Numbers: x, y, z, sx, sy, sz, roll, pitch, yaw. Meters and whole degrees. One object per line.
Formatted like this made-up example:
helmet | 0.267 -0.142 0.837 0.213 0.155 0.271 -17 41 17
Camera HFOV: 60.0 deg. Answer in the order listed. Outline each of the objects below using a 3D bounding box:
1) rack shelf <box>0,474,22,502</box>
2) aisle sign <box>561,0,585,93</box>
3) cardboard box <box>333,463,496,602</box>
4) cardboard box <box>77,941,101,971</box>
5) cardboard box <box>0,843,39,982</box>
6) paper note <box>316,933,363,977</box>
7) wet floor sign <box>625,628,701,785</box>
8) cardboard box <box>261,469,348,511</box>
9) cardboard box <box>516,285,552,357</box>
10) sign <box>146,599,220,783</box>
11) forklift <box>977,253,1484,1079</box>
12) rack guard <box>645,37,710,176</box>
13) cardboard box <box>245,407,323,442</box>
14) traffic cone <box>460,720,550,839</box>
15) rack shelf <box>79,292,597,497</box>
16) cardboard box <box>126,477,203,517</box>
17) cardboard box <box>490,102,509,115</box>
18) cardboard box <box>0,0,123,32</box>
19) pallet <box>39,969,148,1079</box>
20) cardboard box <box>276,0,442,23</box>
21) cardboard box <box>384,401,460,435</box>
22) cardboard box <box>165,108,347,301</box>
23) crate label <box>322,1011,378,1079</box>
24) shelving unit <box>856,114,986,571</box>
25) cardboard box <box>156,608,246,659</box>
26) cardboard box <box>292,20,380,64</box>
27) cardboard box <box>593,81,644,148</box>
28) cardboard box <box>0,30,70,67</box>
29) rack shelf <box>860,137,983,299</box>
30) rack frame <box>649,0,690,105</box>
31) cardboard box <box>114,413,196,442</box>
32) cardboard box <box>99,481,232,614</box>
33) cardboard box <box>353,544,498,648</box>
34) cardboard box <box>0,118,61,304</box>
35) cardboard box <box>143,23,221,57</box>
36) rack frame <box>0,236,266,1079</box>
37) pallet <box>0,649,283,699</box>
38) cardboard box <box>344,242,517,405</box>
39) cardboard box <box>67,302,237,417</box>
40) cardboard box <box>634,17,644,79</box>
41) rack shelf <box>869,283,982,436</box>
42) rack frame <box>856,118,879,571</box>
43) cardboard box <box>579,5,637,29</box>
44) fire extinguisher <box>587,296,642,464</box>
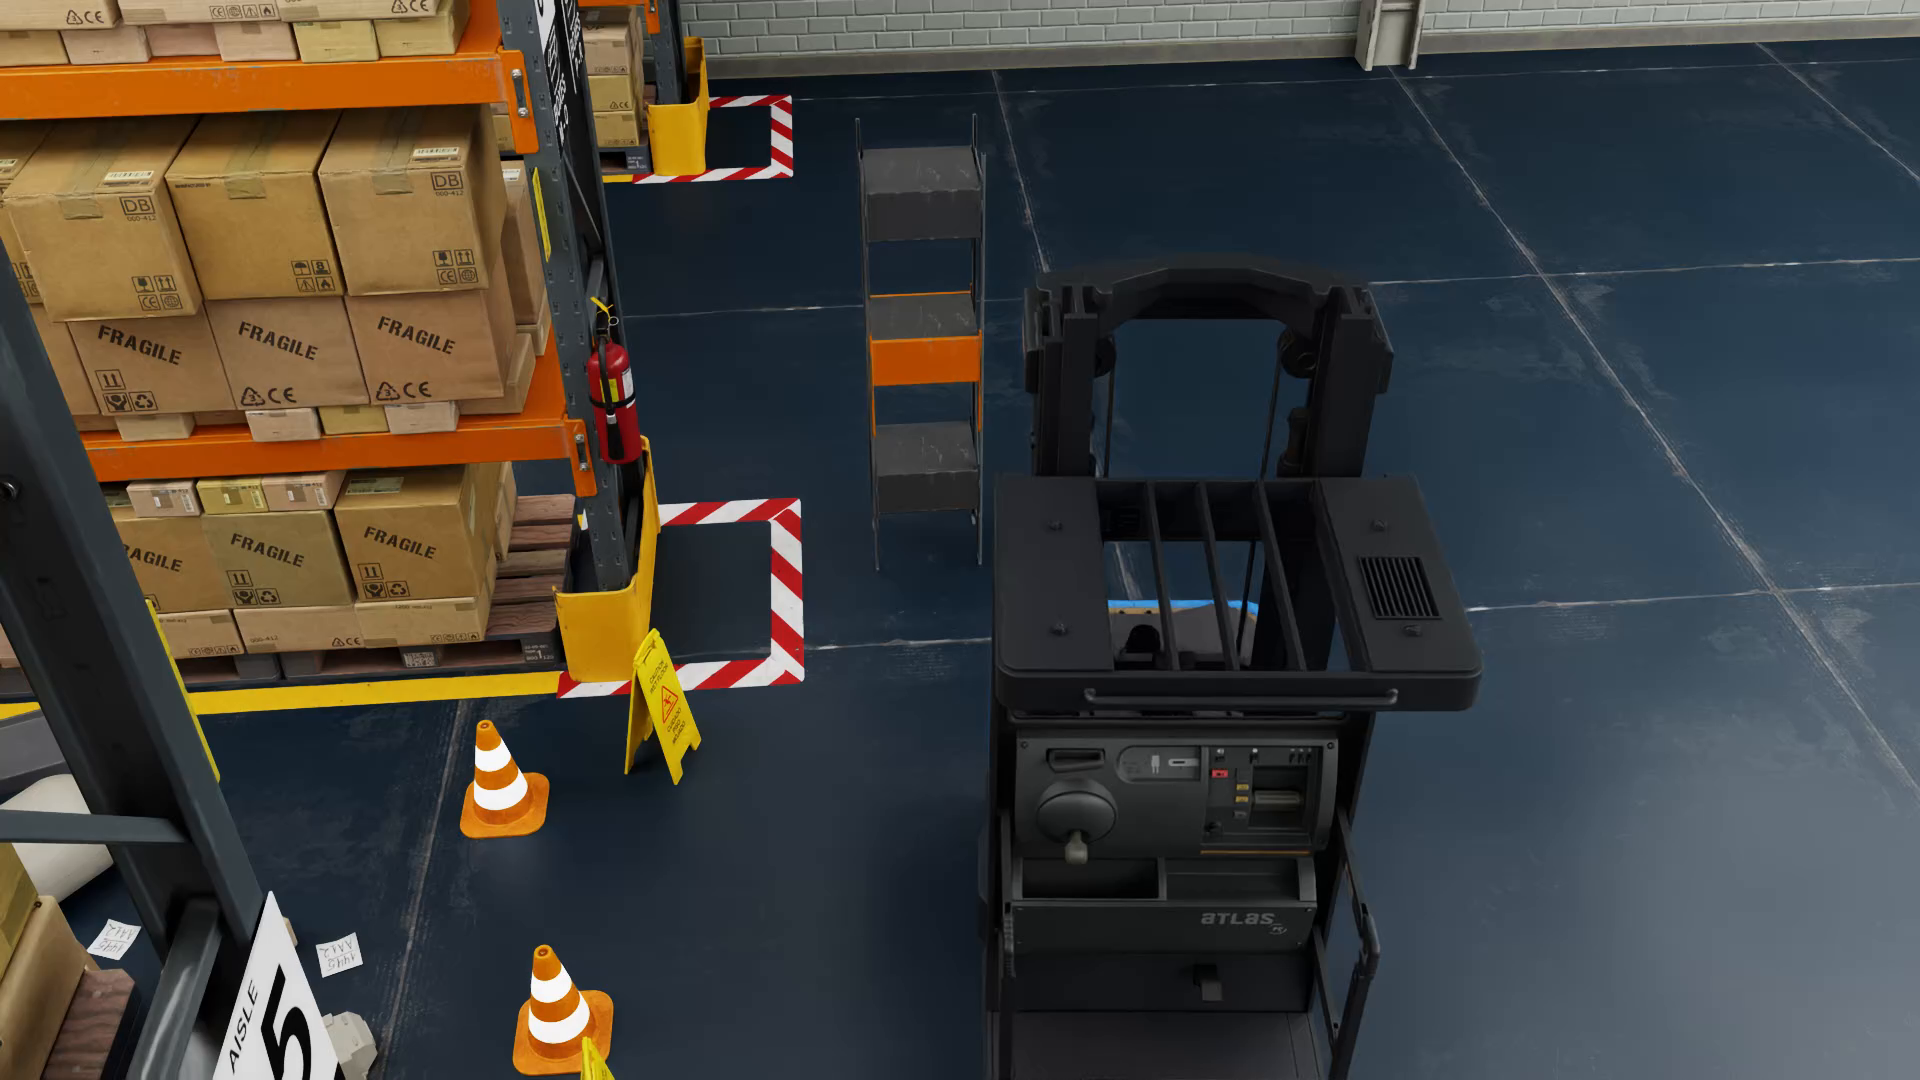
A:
rack shelf | -2.972 0.320 1.305 4.000 0.370 1.077 -3 38 -4
aisle sign | -1.485 -2.138 6.261 0.004 0.787 0.394 -3 38 -4
cardboard box | -2.294 -0.097 7.049 0.500 0.500 0.500 -3 38 -4
cardboard box | -3.044 1.716 5.491 0.797 0.503 0.637 32 48 34
cardboard box | -1.483 0.555 1.987 0.500 0.250 0.500 -3 38 -4
paper note | -2.284 1.523 6.117 0.142 0.019 0.148 -16 41 -19
wet floor sign | -1.235 0.652 6.725 0.232 0.644 0.267 9 39 12
cardboard box | -2.654 -0.290 6.770 0.250 0.149 0.380 -2 38 -3
cardboard box | -1.876 -0.933 7.035 0.250 0.149 0.380 -3 38 -4
sign | -1.023 0.232 2.166 0.005 0.325 0.100 -3 38 -4
forklift | 0.627 0.820 4.666 1.130 2.935 3.031 0 38 0
rack guard | -1.939 -3.005 11.477 0.348 0.500 1.175 -3 38 -4
cardboard box | -2.626 -0.555 6.557 0.250 0.149 0.380 -3 38 -3
traffic cone | -1.833 0.893 6.567 0.334 0.463 0.336 -3 38 -4
rack shelf | -3.511 -0.530 6.903 4.000 0.370 1.077 -3 38 -4
cardboard box | -3.167 -0.265 6.738 0.250 0.149 0.380 -2 38 -2
cardboard box | -2.920 -3.026 10.963 0.500 0.250 0.500 -3 38 -4
cardboard box | -3.022 -1.905 5.524 0.500 0.250 0.500 -2 38 -3
pallet | -1.718 1.031 1.994 1.213 0.211 1.003 -3 38 -4
cardboard box | -2.005 -1.964 5.598 0.500 0.250 0.500 -4 38 -5
cardboard box | -2.115 -0.589 6.600 0.250 0.149 0.380 -4 38 -5
cardboard box | -2.513 -1.285 6.151 0.500 0.500 0.700 -3 38 -4
crate label | -2.174 1.769 5.720 0.298 0.136 0.250 -24 44 -27
shelving unit | -0.165 -0.815 7.410 0.503 2.100 0.431 -3 38 -4
cardboard box | -3.338 0.258 7.204 0.500 0.250 0.500 -4 38 -6
cardboard box | -2.095 -1.775 5.682 0.250 0.149 0.380 -3 38 -4
cardboard box | -2.403 -2.849 11.142 0.500 0.250 0.500 -3 38 -4
cardboard box | -3.128 -1.756 5.657 0.250 0.149 0.380 -4 38 -5
rack shelf | -0.165 -1.354 6.985 0.480 0.518 0.431 -3 38 -4
rack frame | -1.963 -3.985 10.701 0.127 3.000 1.000 -3 38 -4
cardboard box | -3.141 -0.558 6.560 0.250 0.149 0.380 -4 38 -4
cardboard box | -3.317 -0.043 6.981 0.500 0.500 0.500 -4 38 -5
cardboard box | -2.324 0.204 7.273 0.500 0.250 0.500 -3 38 -4
cardboard box | -3.521 -1.252 6.109 0.500 0.500 0.700 -3 38 -4
cardboard box | -2.621 -1.809 5.724 0.250 0.149 0.380 -3 38 -4
rack frame | -0.980 -0.229 1.097 0.127 3.000 1.000 -3 38 -4
pallet | -3.620 0.264 7.567 1.213 0.211 1.003 -3 38 -4
cardboard box | -2.035 -0.879 6.443 0.500 0.500 0.500 -4 38 -5
cardboard box | -3.033 -0.829 6.380 0.500 0.500 0.500 -3 38 -4
cardboard box | -2.449 -3.369 11.397 0.500 0.250 0.500 -2 38 -3
rack shelf | -0.165 -0.805 7.419 0.480 0.518 0.431 -3 38 -4
rack frame | -0.408 -0.802 7.393 0.015 2.100 0.400 -3 38 -4
cardboard box | -2.458 -3.553 11.227 0.500 0.250 0.500 -4 38 -5
fire extinguisher | -1.364 -0.614 6.491 0.183 0.674 0.296 -3 38 -4
